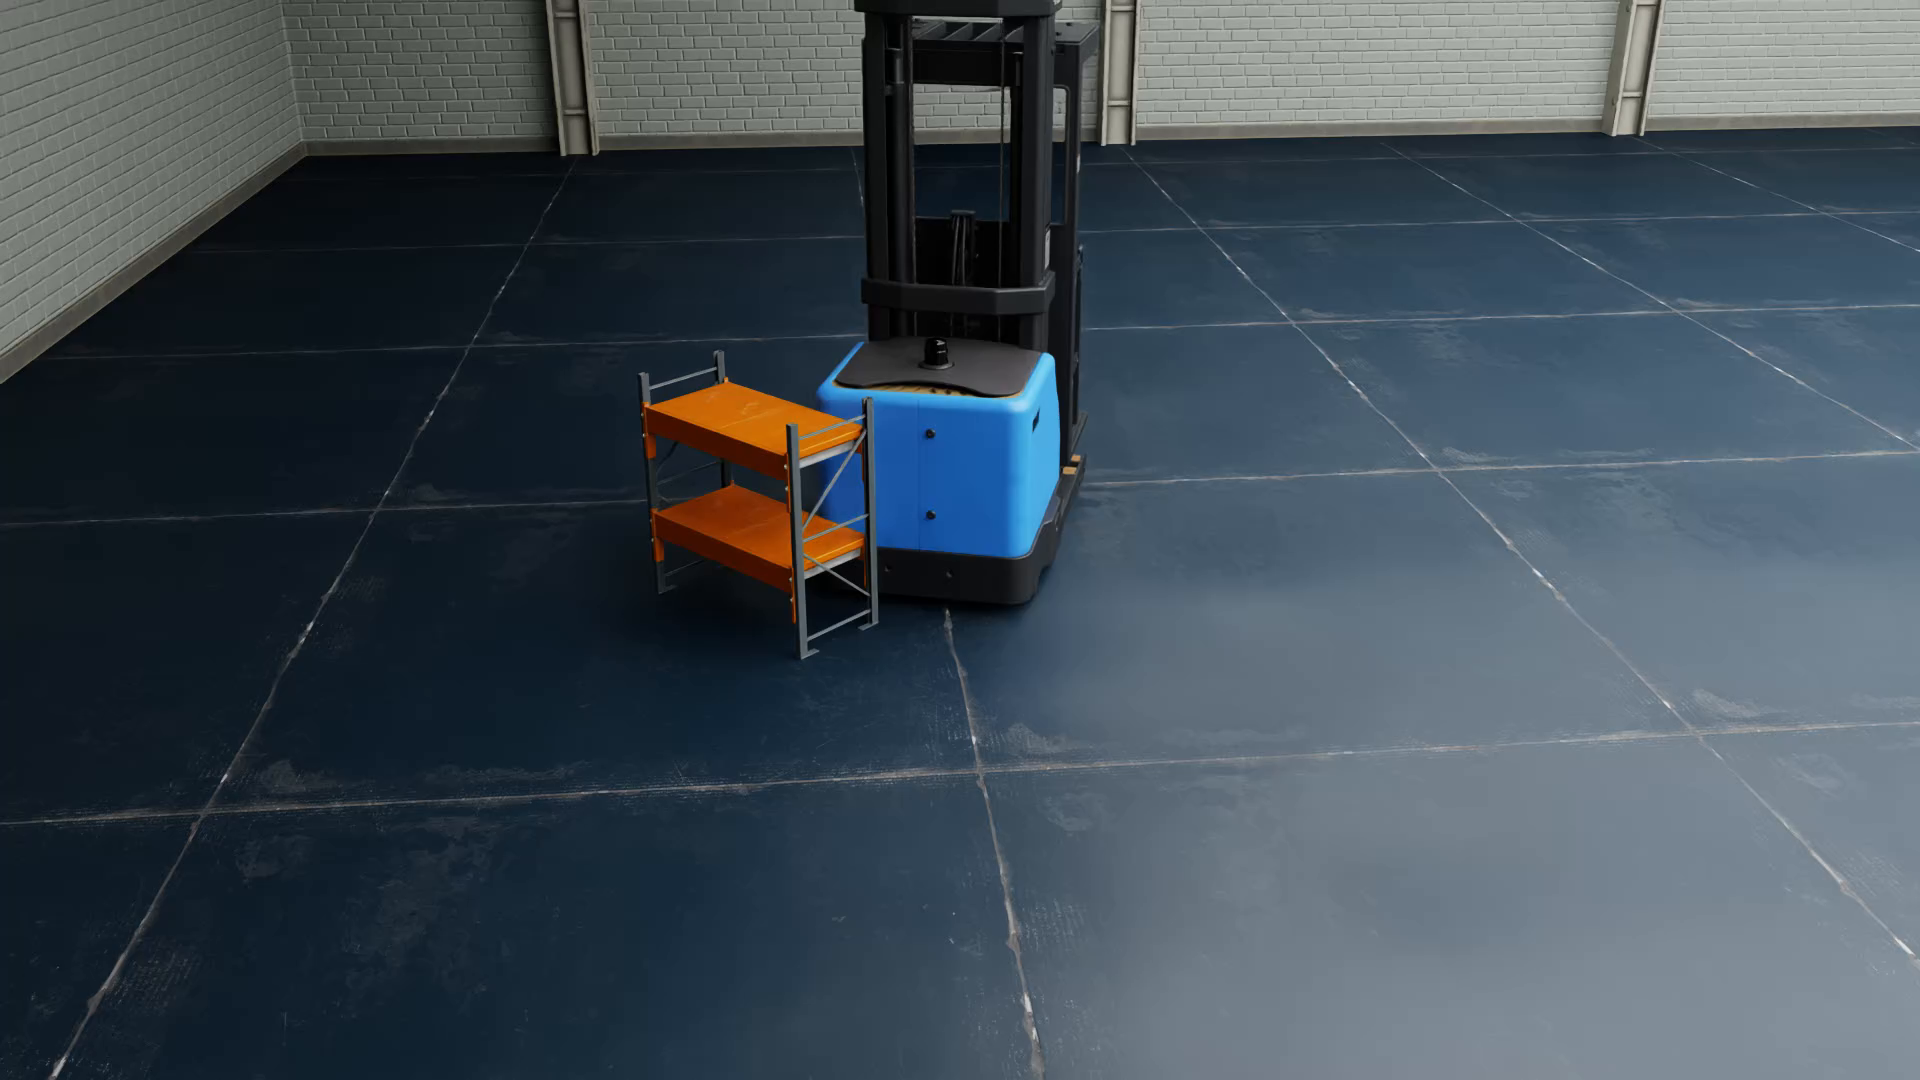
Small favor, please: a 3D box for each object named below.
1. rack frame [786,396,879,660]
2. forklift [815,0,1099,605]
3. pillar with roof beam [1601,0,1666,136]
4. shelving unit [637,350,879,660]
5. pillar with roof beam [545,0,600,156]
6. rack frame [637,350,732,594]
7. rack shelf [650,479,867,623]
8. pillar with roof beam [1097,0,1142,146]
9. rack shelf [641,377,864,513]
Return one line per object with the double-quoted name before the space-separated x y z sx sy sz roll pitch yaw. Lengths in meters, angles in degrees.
"rack frame" -0.564 -0.050 7.477 0.032 1.125 0.500 20 31 38
"forklift" 0.107 -1.604 8.750 1.130 2.935 3.031 5 24 10
"pillar with roof beam" 8.167 -7.131 13.715 0.400 9.000 9.100 -2 24 -5
"shelving unit" -0.942 -0.188 7.788 1.048 1.125 0.538 20 31 38
"pillar with roof beam" -3.775 -6.652 12.637 0.400 9.000 9.100 -2 24 -5
"rack frame" -1.319 -0.326 8.099 0.032 1.125 0.500 20 31 38
"rack shelf" -0.942 0.035 7.887 1.000 0.278 0.538 20 31 38
"pillar with roof beam" 2.196 -6.892 13.176 0.400 9.000 9.100 -2 24 -5
"rack shelf" -0.942 -0.455 7.669 1.000 0.278 0.538 20 31 38
